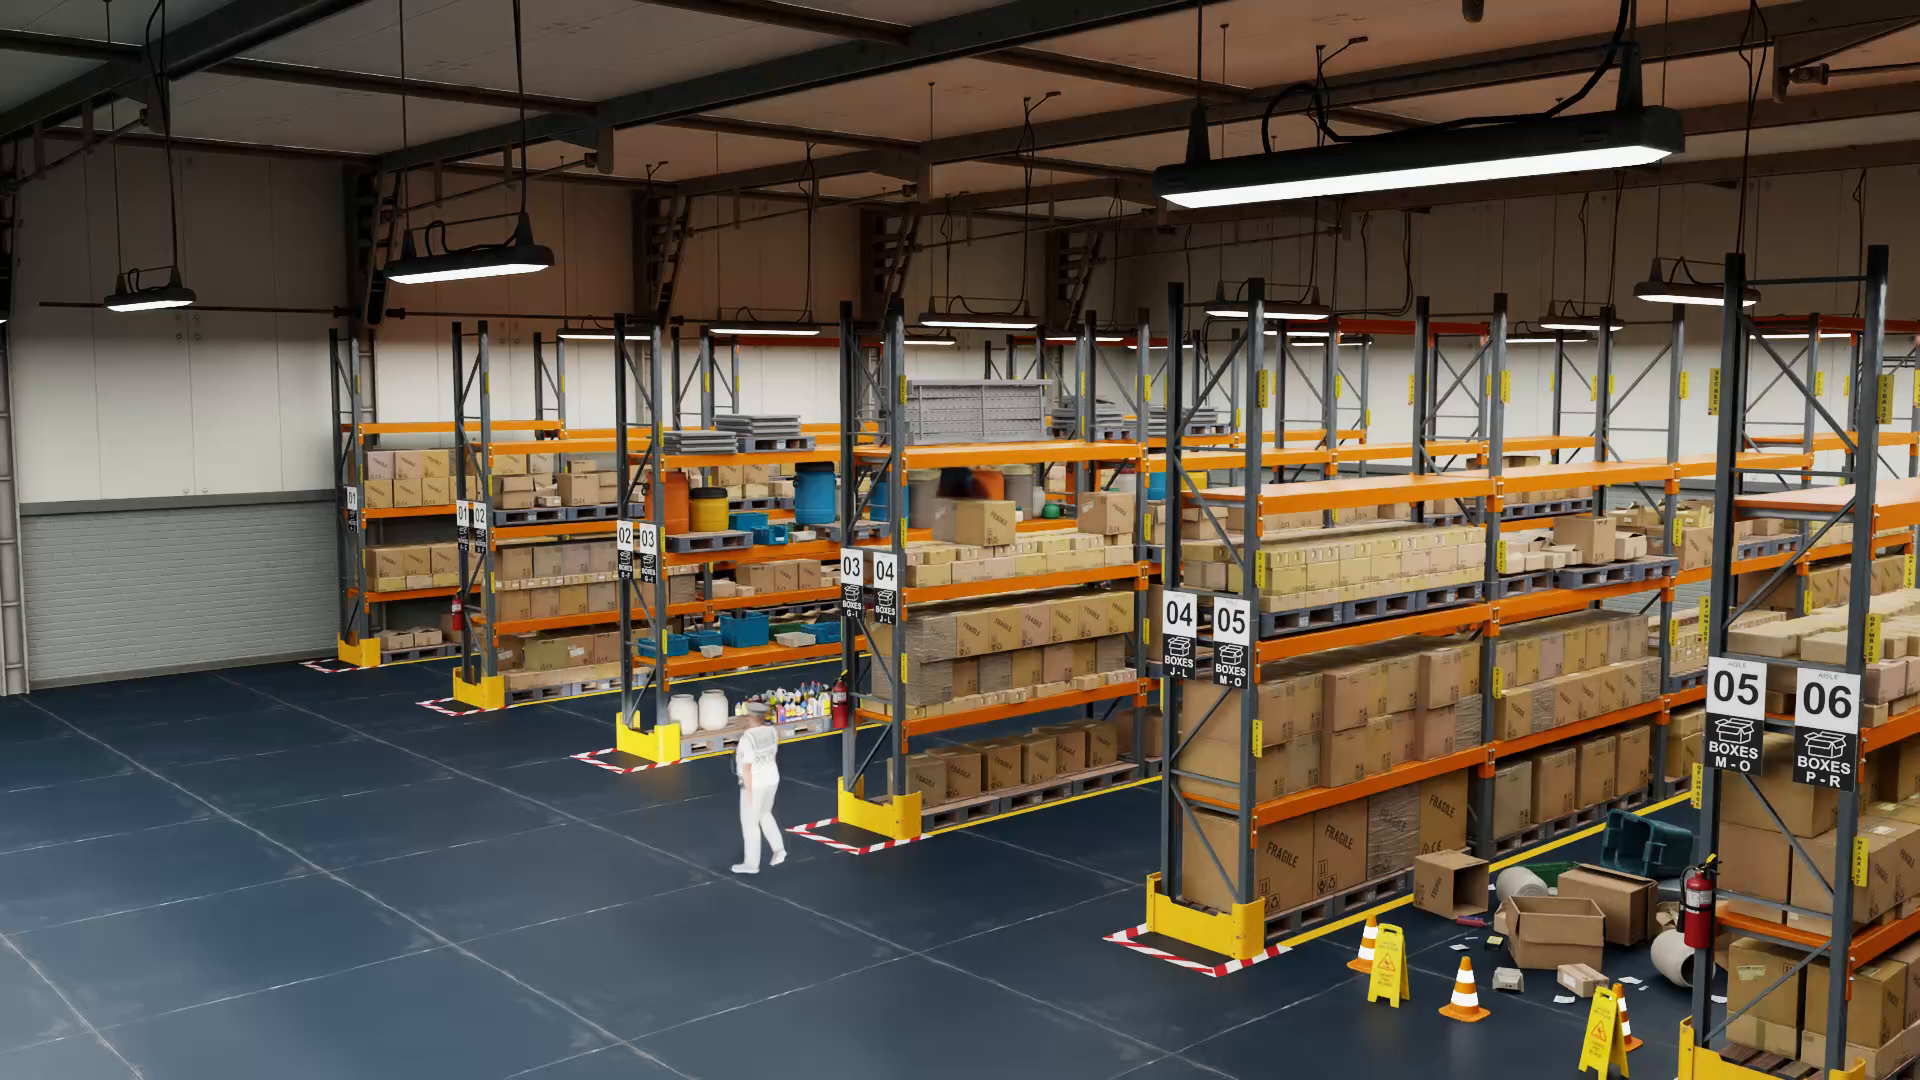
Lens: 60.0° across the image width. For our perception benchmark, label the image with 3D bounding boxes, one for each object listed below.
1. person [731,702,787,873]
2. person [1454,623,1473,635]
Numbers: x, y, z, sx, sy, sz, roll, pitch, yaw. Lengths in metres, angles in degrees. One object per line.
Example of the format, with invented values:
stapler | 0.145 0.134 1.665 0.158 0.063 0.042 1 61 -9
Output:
person | -2.100 2.590 17.341 0.428 1.770 0.581 4 7 34
person | 7.320 1.910 24.251 1.028 1.649 0.597 -5 8 -43
